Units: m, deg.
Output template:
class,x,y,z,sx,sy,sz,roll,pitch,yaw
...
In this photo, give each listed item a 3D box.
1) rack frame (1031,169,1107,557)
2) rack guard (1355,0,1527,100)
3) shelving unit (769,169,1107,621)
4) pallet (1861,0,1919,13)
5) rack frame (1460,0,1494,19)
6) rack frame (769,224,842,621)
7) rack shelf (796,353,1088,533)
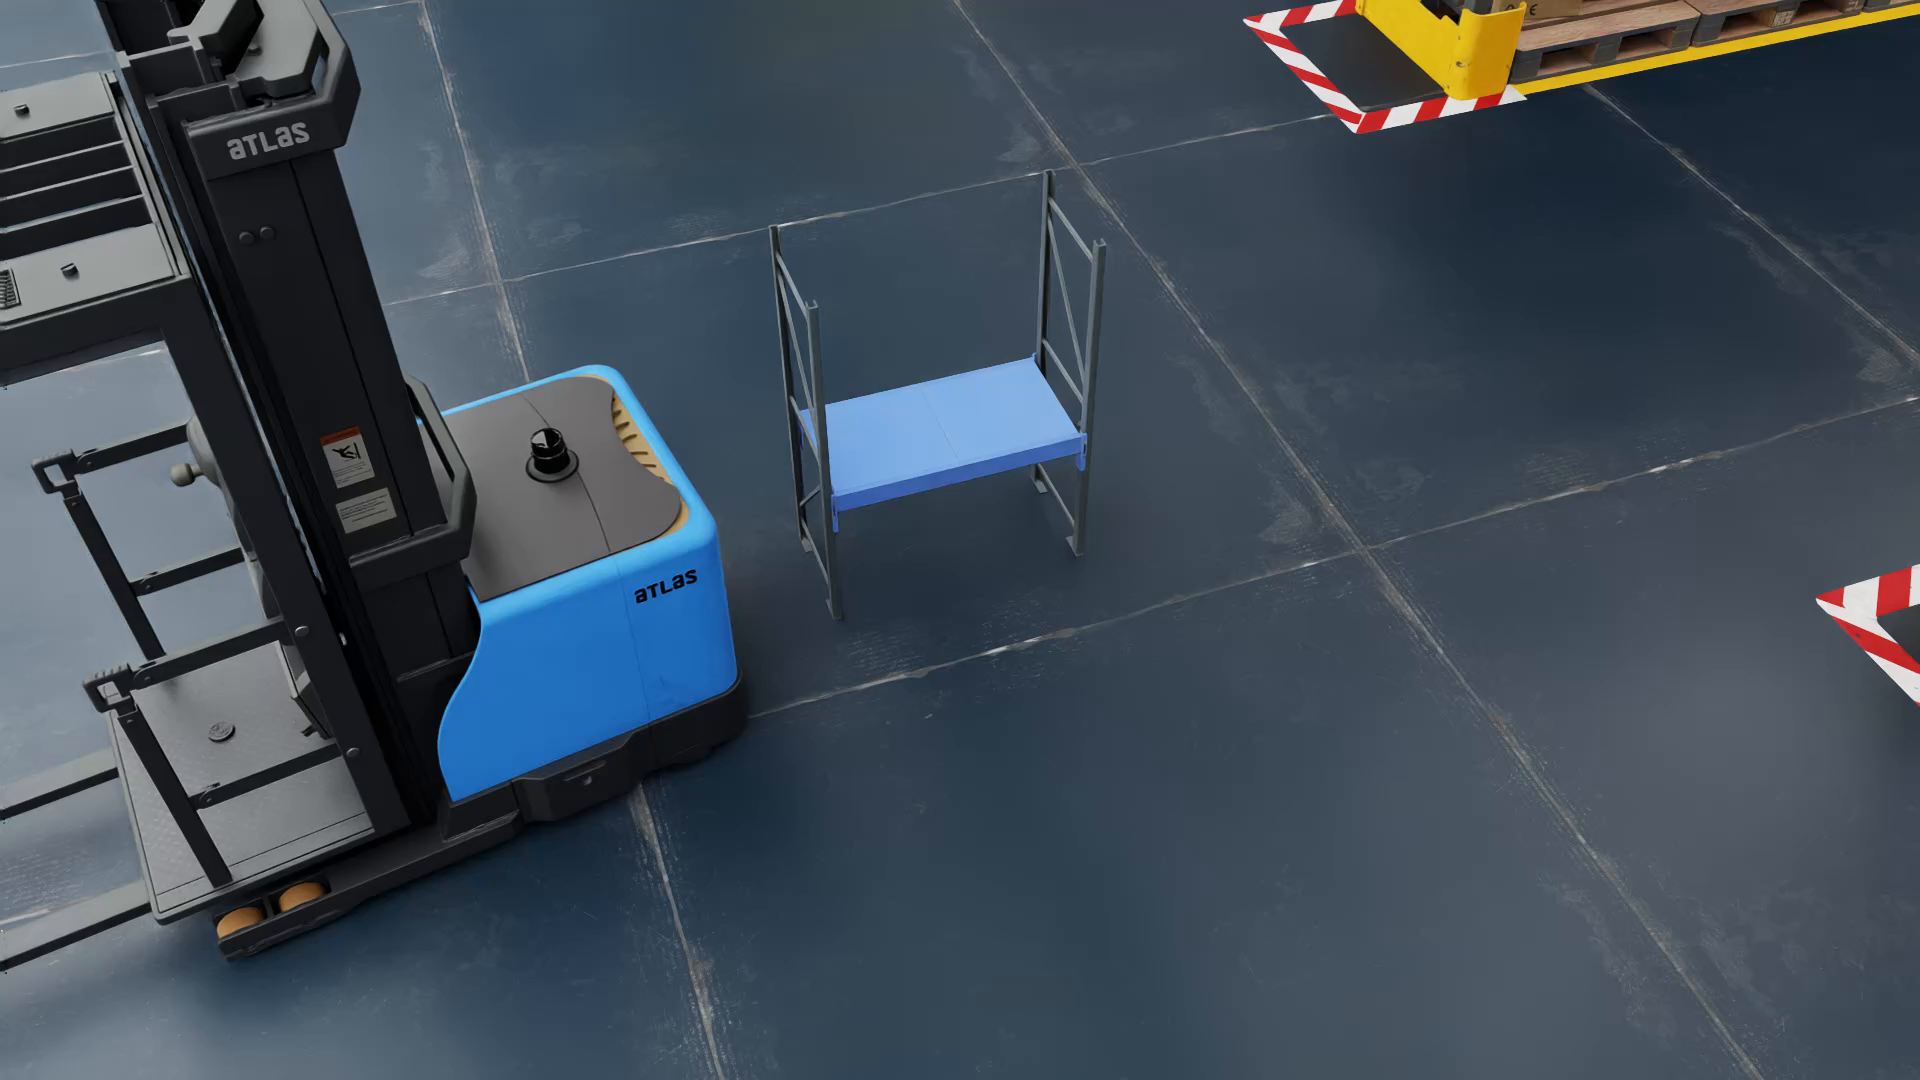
class,x,y,z,sx,sy,sz,roll,pitch,yaw
rack frame,0.398,-0.631,6.320,0.032,1.500,0.500,-14,47,-14
rack guard,2.694,-3.016,9.403,0.348,0.500,1.175,-14,47,-14
shelving unit,-0.080,-0.509,6.198,1.048,1.500,0.538,-14,47,-14
pallet,5.765,-3.673,10.262,1.213,0.211,1.003,-14,47,-14
rack frame,2.622,-3.880,8.500,0.127,3.000,1.000,-14,47,-14
rack frame,-0.558,-0.387,6.076,0.032,1.500,0.500,-14,47,-14
rack shelf,-0.080,-0.382,6.326,1.000,0.185,0.538,-14,47,-14
